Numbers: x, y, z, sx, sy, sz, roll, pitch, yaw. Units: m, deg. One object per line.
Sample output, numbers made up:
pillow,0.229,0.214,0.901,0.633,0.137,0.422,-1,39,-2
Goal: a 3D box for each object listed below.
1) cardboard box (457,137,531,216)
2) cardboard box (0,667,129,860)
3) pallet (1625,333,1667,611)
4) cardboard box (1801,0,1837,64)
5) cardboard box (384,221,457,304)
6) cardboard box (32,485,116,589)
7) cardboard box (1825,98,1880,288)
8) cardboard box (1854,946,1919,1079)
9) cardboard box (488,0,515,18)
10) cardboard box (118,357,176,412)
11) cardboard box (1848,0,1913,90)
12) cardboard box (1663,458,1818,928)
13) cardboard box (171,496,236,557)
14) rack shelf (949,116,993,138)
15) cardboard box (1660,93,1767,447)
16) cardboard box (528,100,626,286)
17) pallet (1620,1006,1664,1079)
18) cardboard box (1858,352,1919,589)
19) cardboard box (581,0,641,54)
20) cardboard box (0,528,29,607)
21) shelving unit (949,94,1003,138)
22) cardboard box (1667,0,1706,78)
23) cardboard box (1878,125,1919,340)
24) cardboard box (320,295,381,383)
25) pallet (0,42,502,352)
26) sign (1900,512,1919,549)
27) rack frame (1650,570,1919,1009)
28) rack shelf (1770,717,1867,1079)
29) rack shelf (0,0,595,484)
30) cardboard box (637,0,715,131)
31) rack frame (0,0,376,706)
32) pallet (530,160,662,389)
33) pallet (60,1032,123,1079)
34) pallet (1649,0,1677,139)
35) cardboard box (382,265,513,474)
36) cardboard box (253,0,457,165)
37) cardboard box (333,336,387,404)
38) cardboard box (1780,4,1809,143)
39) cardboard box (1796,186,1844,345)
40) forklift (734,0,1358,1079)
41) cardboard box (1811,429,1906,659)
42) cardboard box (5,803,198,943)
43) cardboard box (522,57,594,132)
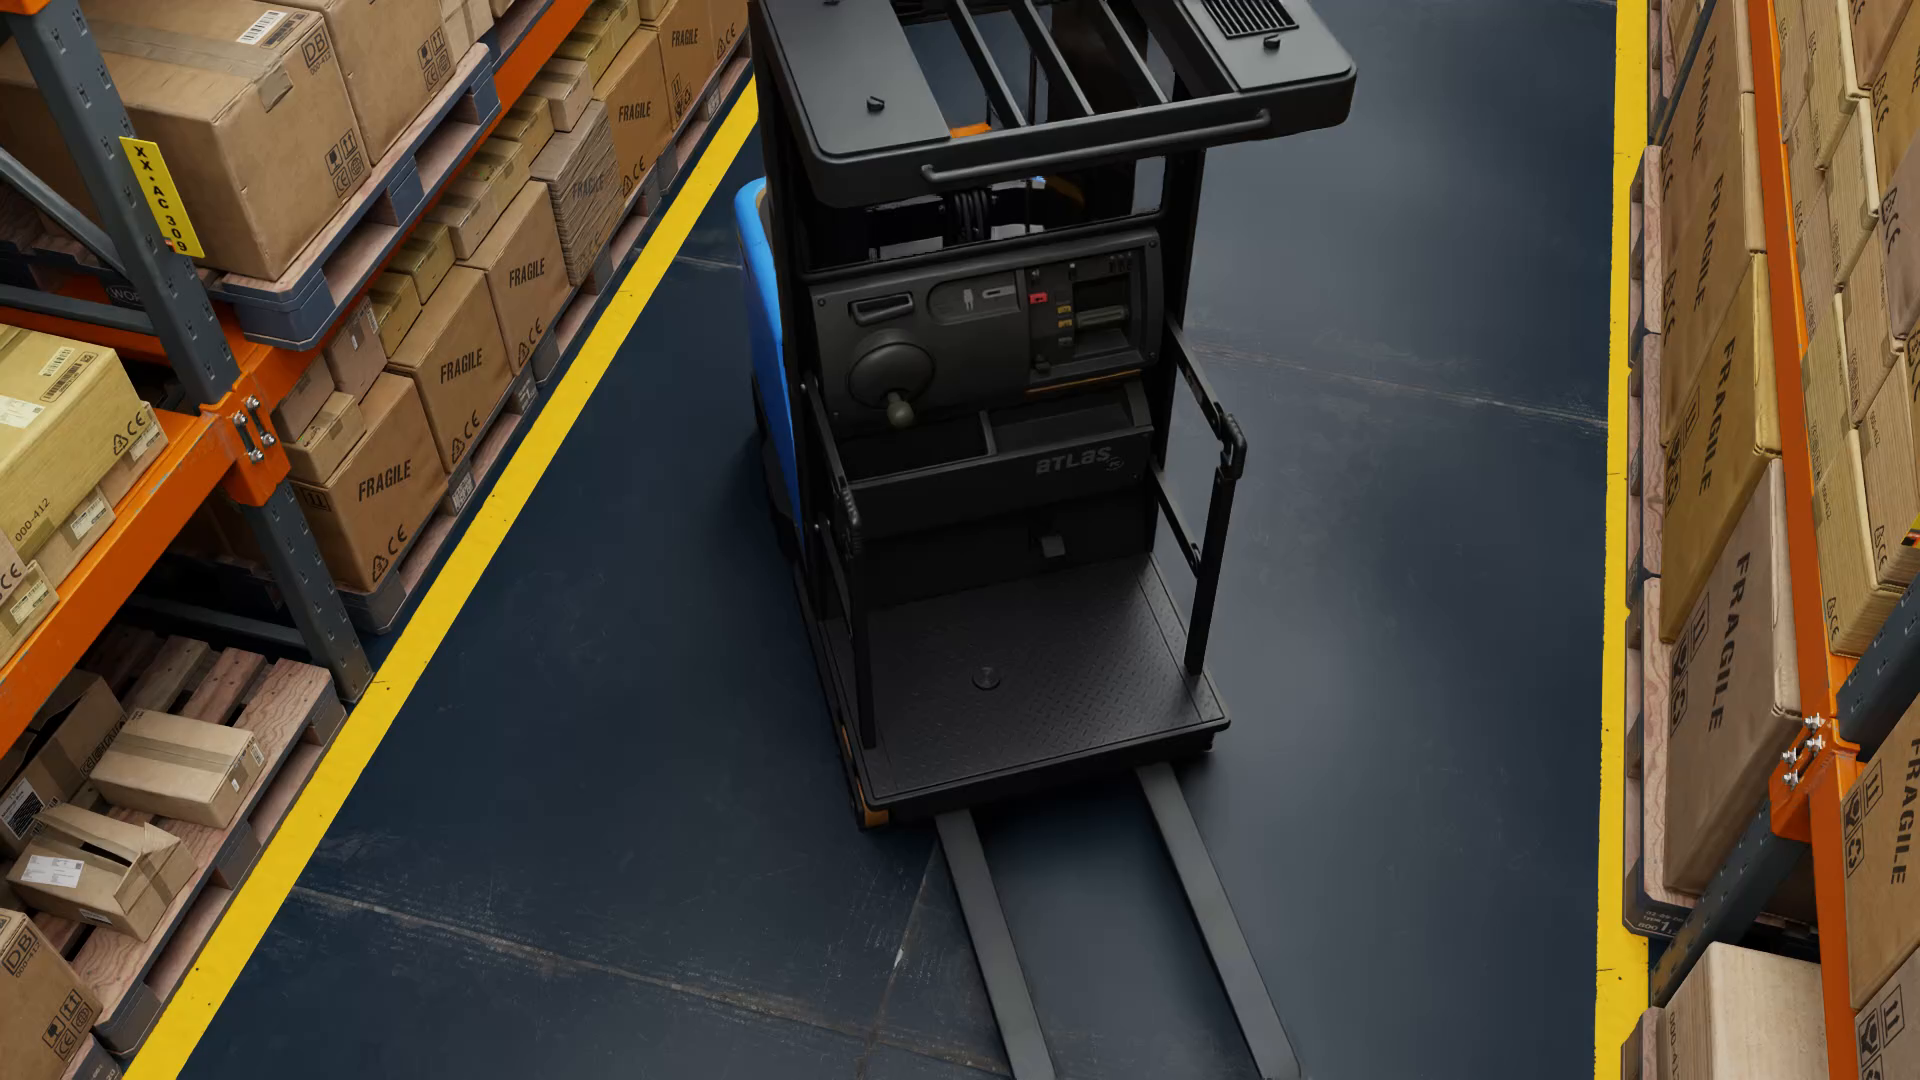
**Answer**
cardboard box,-1.750,-1.300,5.851,0.380,0.149,0.250,13,50,11
cardboard box,-2.786,0.572,4.757,0.500,0.311,0.500,13,50,11
pallet,2.855,-0.168,5.758,1.003,0.211,1.213,12,50,10
cardboard box,2.806,-1.592,4.921,0.500,0.250,0.500,11,50,10
cardboard box,-1.919,-0.947,5.540,0.380,0.149,0.250,11,49,9
cardboard box,-2.272,-0.053,3.964,0.380,0.149,0.250,13,50,11
cardboard box,2.542,-0.854,4.270,0.500,0.250,0.500,13,50,11
cardboard box,1.893,0.985,2.813,0.500,0.500,0.500,12,50,10
cardboard box,-1.698,-2.030,5.194,0.700,0.500,0.500,11,50,10
cardboard box,-2.566,-0.459,5.109,0.380,0.149,0.250,10,49,9
cardboard box,2.684,-1.485,4.327,0.500,0.500,0.500,12,50,11
cardboard box,2.491,0.467,4.474,0.875,0.875,0.875,13,50,11
cardboard box,-2.540,-0.335,5.432,0.500,0.500,0.500,11,50,10
rack shelf,0.020,-1.297,5.824,0.240,0.259,0.215,-16,49,-15
cardboard box,2.958,-0.834,5.623,0.875,0.875,0.875,12,50,10
cardboard box,-1.631,-1.348,6.326,0.500,0.500,0.500,10,49,9
pallet,2.130,1.825,3.999,1.003,0.211,1.213,12,50,10
cardboard box,2.287,-0.115,3.618,0.500,0.250,0.500,12,50,10
cardboard box,-1.484,-2.055,6.517,0.380,0.149,0.250,13,50,11
cardboard box,-2.400,0.123,3.542,0.500,0.250,0.500,12,50,10
shelving unit,0.018,-1.111,6.024,0.252,1.050,0.215,-16,49,-15
cardboard box,3.617,-2.202,7.165,0.950,0.372,0.625,9,49,7
cardboard box,2.410,-0.745,3.673,0.500,0.500,0.500,12,50,11
cardboard box,-2.011,-0.639,5.069,0.380,0.149,0.250,9,49,8
pallet,-2.069,-1.102,4.850,1.003,0.211,1.213,12,50,10
sign,1.879,-0.090,3.109,0.100,0.325,0.005,12,50,10
rack frame,2.405,0.367,3.425,1.000,3.000,0.127,12,50,10
rack shelf,1.879,2.052,2.418,1.077,0.370,4.000,12,50,10
rack shelf,-1.858,-1.818,5.834,1.077,0.370,4.000,12,50,10
cardboard box,-1.377,-2.106,6.996,0.500,0.500,0.500,11,49,9
rack frame,-2.384,-0.610,4.287,1.000,3.000,0.127,12,50,10
pallet,-1.887,-1.168,6.640,1.003,0.211,1.213,12,50,10
pallet,-2.885,1.695,4.113,1.003,0.211,1.213,12,50,10
pallet,3.665,-2.168,7.523,1.003,0.211,1.213,12,50,10
cardboard box,-1.909,-0.614,5.678,0.500,0.500,0.500,11,49,10
cardboard box,-1.905,-1.462,4.693,0.700,0.500,0.500,12,50,10
cardboard box,-2.035,-0.559,5.197,0.380,0.149,0.250,10,49,9
cardboard box,2.825,-1.419,5.102,0.500,0.250,0.500,13,50,11
cardboard box,2.567,-0.687,4.455,0.500,0.250,0.500,10,49,9
forklift,0.142,-0.445,4.187,1.130,2.935,3.031,-12,50,-10
cardboard box,2.280,0.043,3.812,0.500,0.250,0.500,10,49,9
cardboard box,-2.341,0.875,4.520,0.396,0.266,0.258,13,50,11
cardboard box,-1.593,-1.668,6.176,0.380,0.149,0.250,9,49,8
